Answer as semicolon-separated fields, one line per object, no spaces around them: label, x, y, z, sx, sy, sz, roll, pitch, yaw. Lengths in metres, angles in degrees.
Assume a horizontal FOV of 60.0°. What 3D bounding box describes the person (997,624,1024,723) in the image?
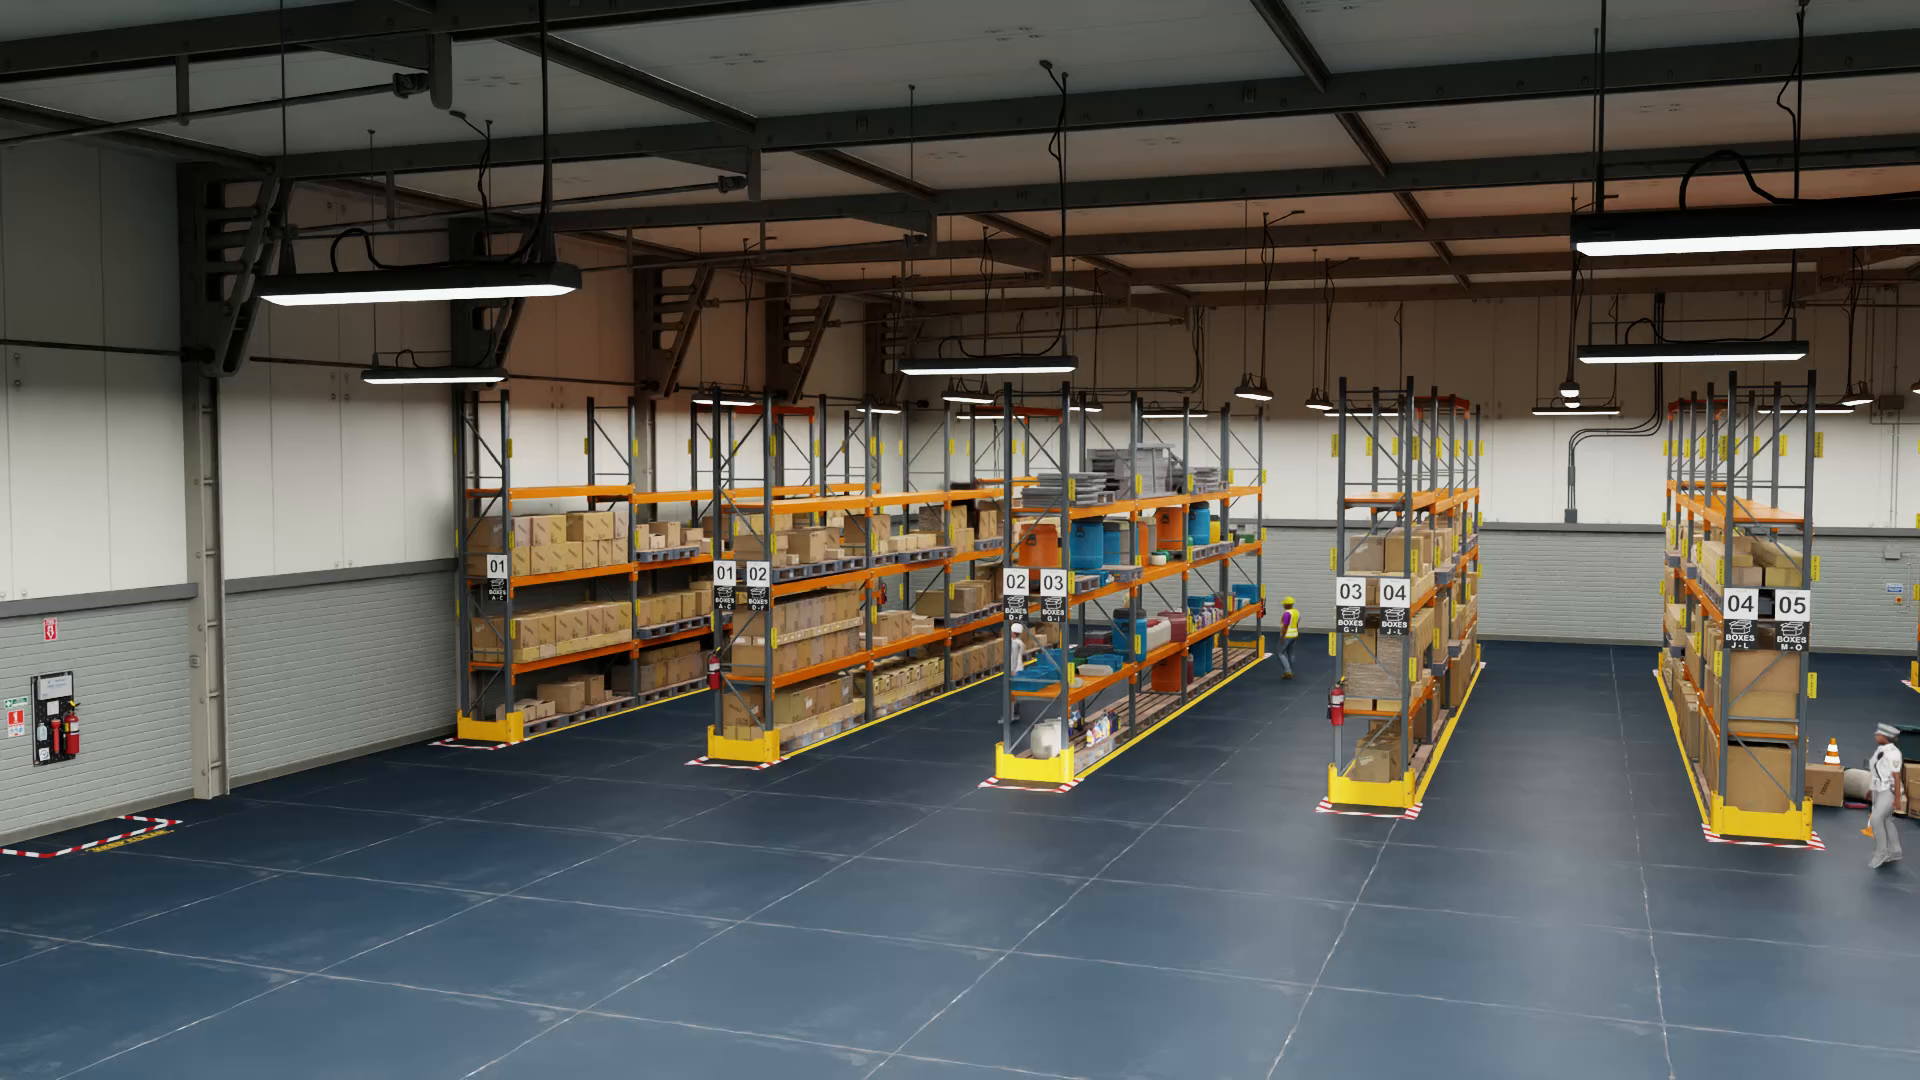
person;0.949;2.440;30.542;0.412;1.803;0.636;1;3;15

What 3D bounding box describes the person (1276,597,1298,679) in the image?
person;7.150;2.143;36.258;0.380;1.816;0.652;3;4;41

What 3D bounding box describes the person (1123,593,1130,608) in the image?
person;4.285;1.907;41.375;0.486;1.687;0.552;0;3;-3

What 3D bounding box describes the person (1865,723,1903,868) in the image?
person;11.122;3.073;20.009;0.522;1.741;0.508;0;3;-4
